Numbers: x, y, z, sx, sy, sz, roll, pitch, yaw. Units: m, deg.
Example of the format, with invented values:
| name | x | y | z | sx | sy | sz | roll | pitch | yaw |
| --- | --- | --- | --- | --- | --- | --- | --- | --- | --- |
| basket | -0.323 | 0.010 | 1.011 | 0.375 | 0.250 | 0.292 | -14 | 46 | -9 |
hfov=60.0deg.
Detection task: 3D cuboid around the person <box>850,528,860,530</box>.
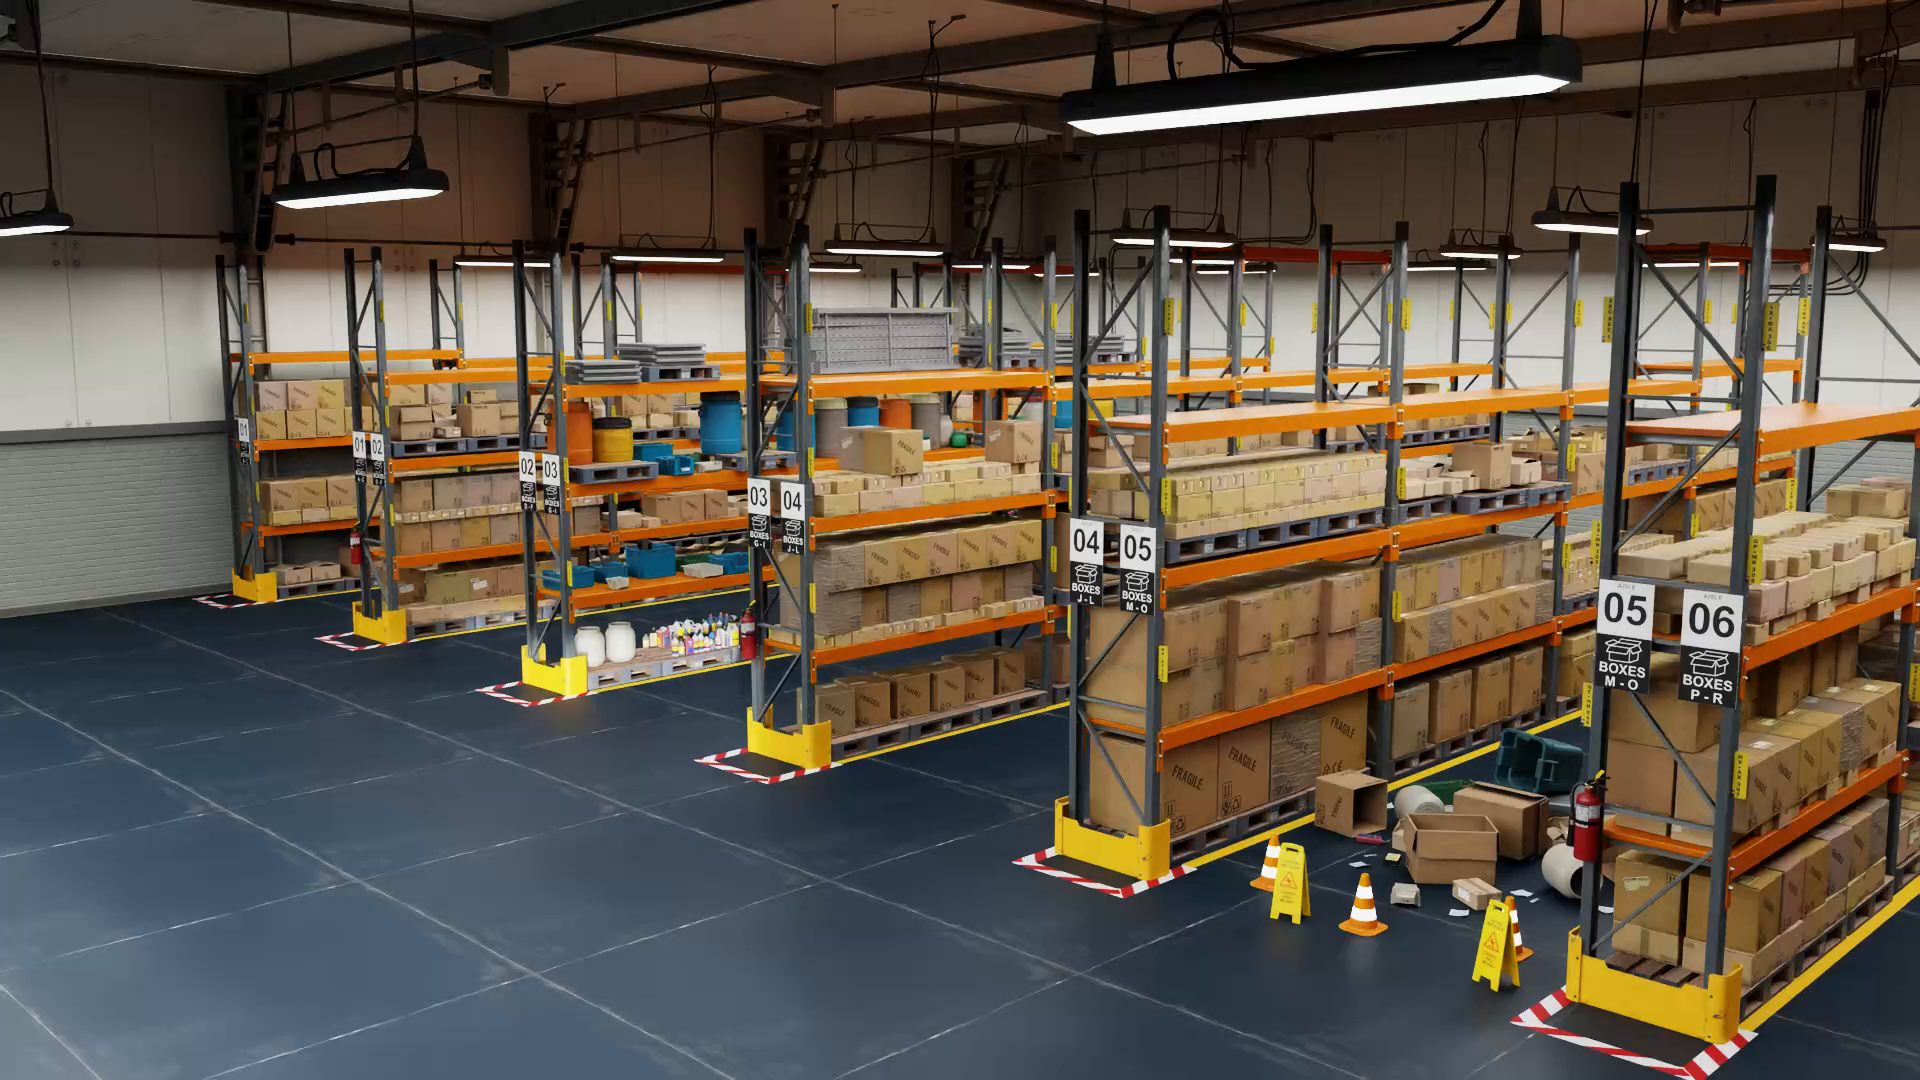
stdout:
| name | x | y | z | sx | sy | sz | roll | pitch | yaw |
| --- | --- | --- | --- | --- | --- | --- | --- | --- | --- |
| person | -1.799 | -0.085 | 29.069 | 0.615 | 1.816 | 0.536 | 2 | 8 | 15 |
